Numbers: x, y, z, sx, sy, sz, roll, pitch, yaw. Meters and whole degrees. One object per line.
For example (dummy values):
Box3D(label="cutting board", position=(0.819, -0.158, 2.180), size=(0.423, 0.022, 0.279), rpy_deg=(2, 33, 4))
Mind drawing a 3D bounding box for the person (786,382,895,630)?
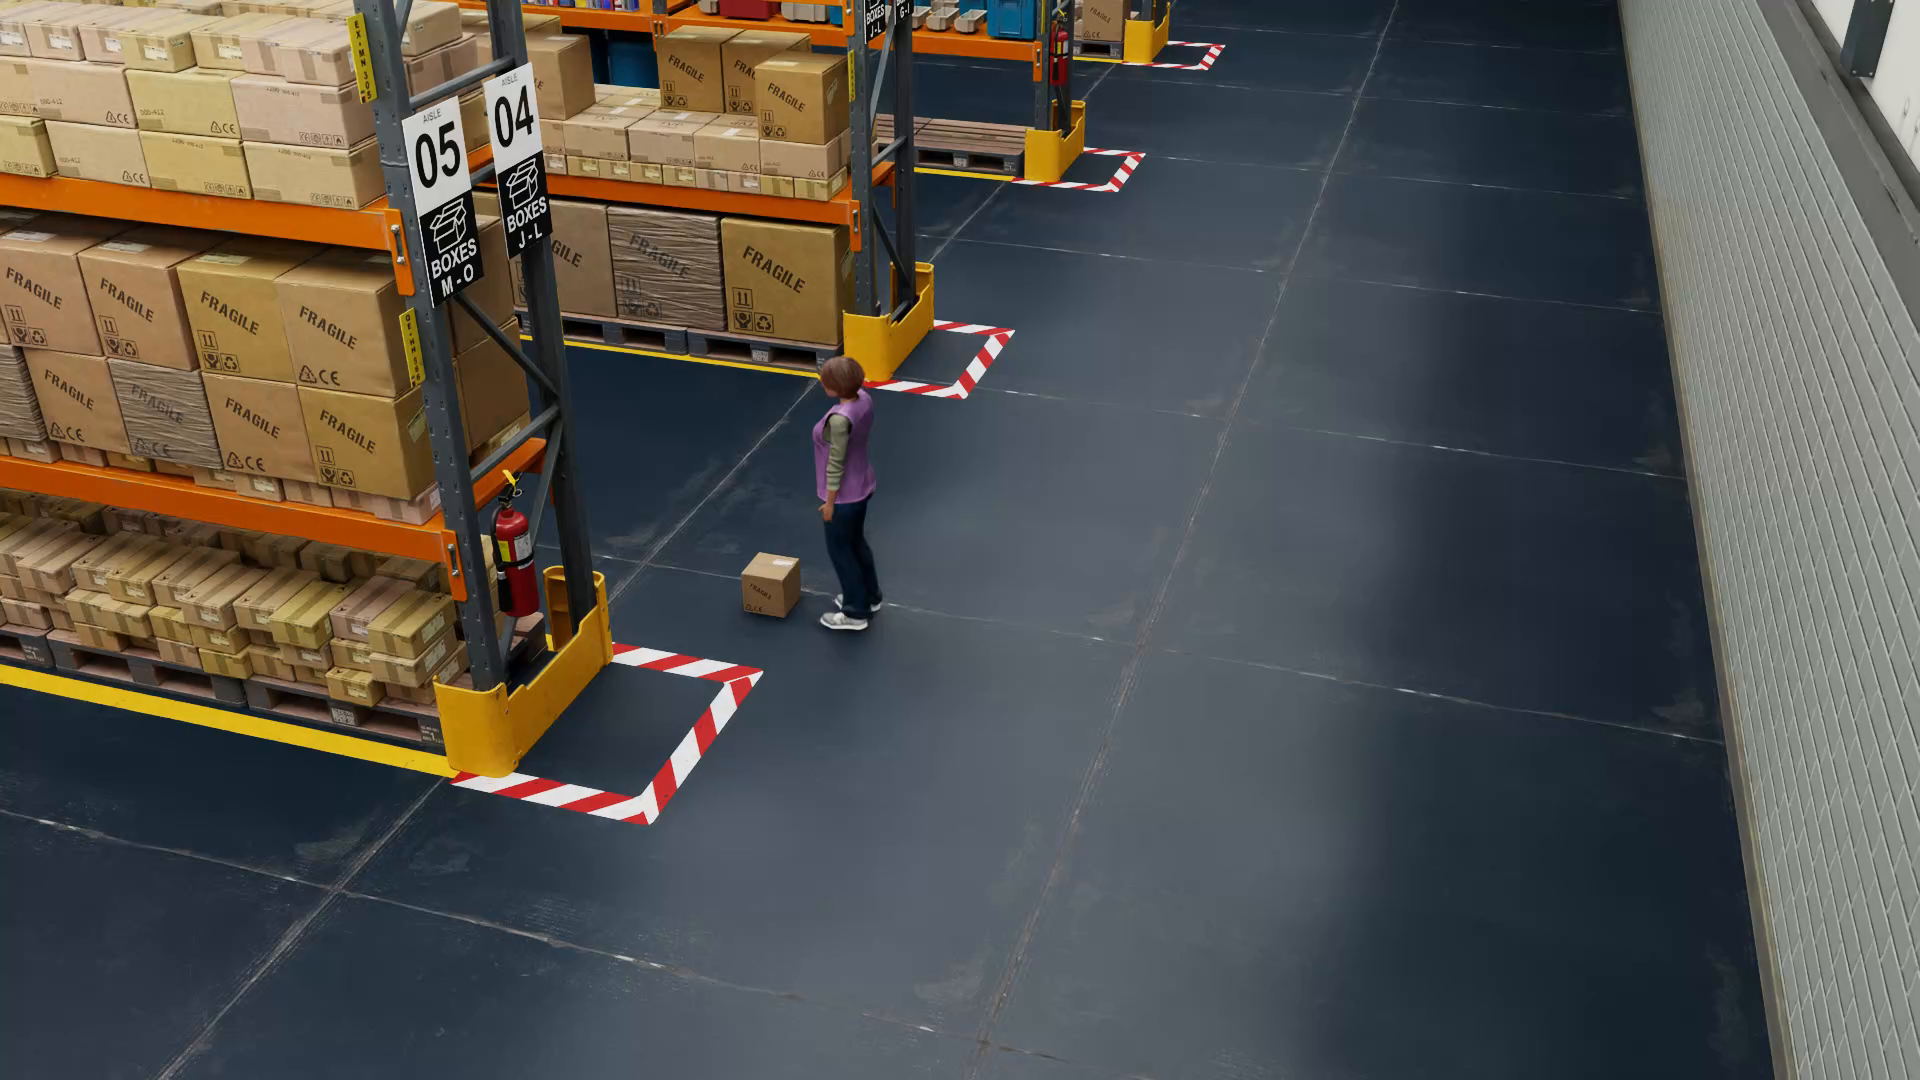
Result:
Box3D(label="person", position=(-0.644, -0.162, 8.992), size=(0.560, 1.408, 0.456), rpy_deg=(9, 31, 15))
